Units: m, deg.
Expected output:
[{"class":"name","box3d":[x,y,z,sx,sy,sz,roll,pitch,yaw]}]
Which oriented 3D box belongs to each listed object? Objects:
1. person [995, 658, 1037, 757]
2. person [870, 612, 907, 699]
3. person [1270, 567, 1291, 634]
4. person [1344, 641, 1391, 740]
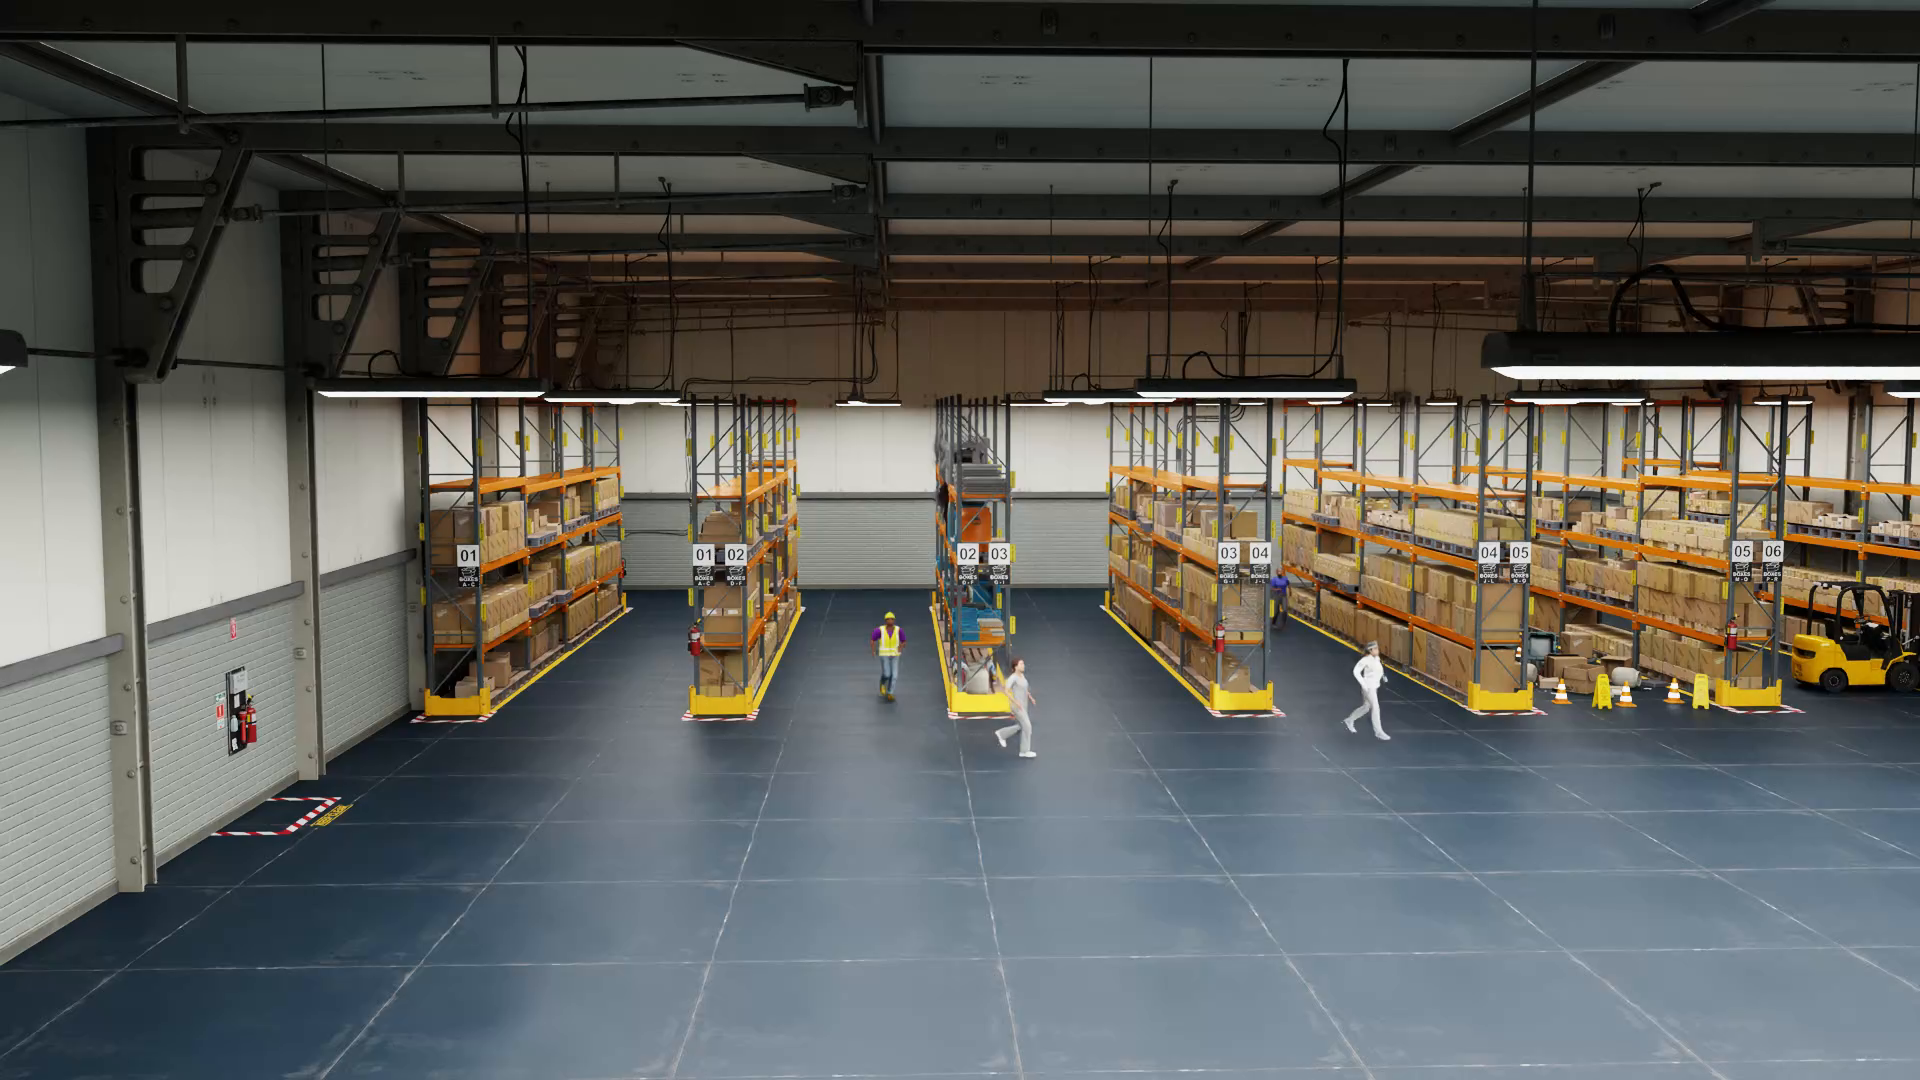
[{"class":"person","box3d":[0.911,2.744,27.412,0.770,1.632,0.600,2,5,27]},{"class":"person","box3d":[-1.380,2.286,32.726,0.706,1.720,0.575,-1,5,-13]},{"class":"person","box3d":[8.249,1.545,42.792,0.583,1.684,0.867,0,4,2]},{"class":"person","box3d":[7.115,2.577,28.910,0.882,1.686,0.611,4,6,38]}]
